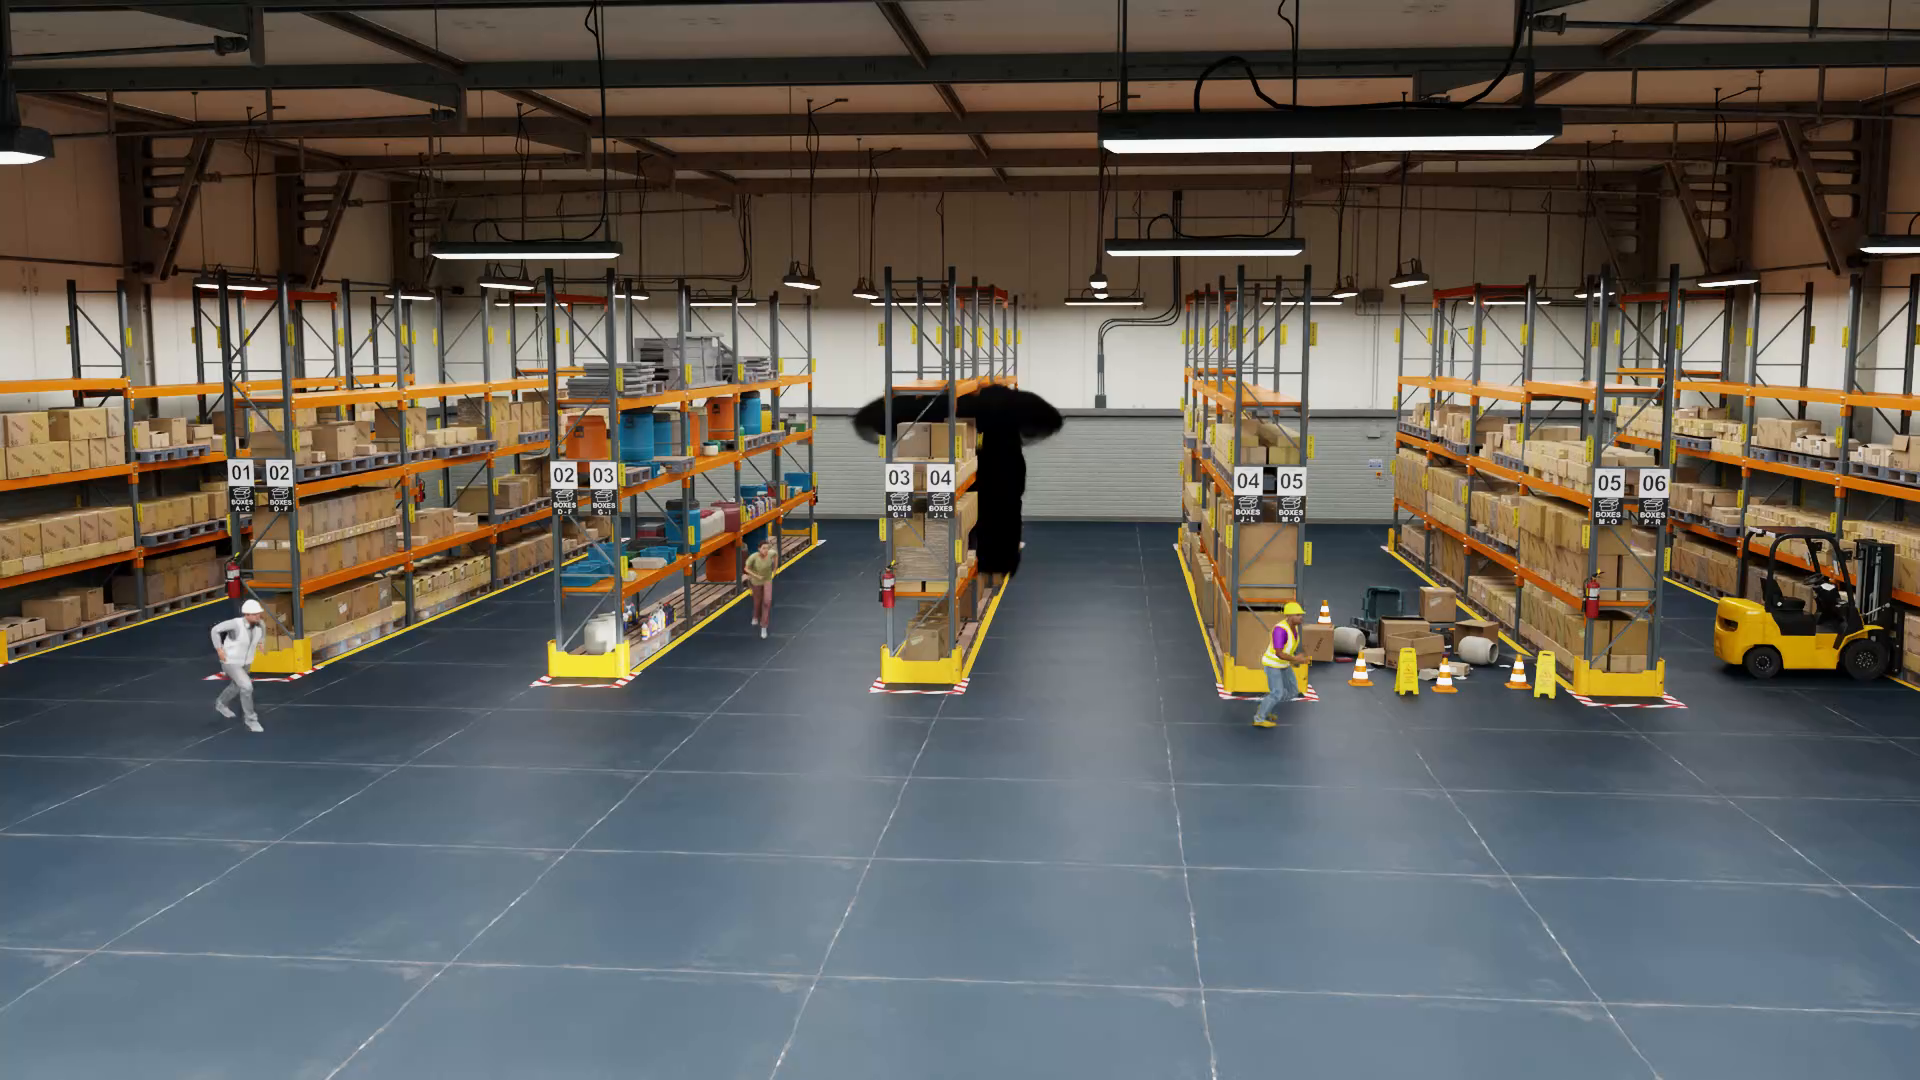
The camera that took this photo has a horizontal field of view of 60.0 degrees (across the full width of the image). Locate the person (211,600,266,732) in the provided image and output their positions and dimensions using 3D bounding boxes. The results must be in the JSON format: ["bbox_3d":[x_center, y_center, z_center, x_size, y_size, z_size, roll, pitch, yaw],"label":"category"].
[{"bbox_3d":[-9.309,1.602,21.382,1.038,1.734,0.703,4,8,33],"label":"person"}]

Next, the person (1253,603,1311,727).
[{"bbox_3d":[4.144,1.604,21.297,0.781,1.654,0.713,5,8,34],"label":"person"}]

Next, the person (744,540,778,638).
[{"bbox_3d":[-3.344,0.765,27.865,0.608,1.625,0.979,-2,7,-18],"label":"person"}]
